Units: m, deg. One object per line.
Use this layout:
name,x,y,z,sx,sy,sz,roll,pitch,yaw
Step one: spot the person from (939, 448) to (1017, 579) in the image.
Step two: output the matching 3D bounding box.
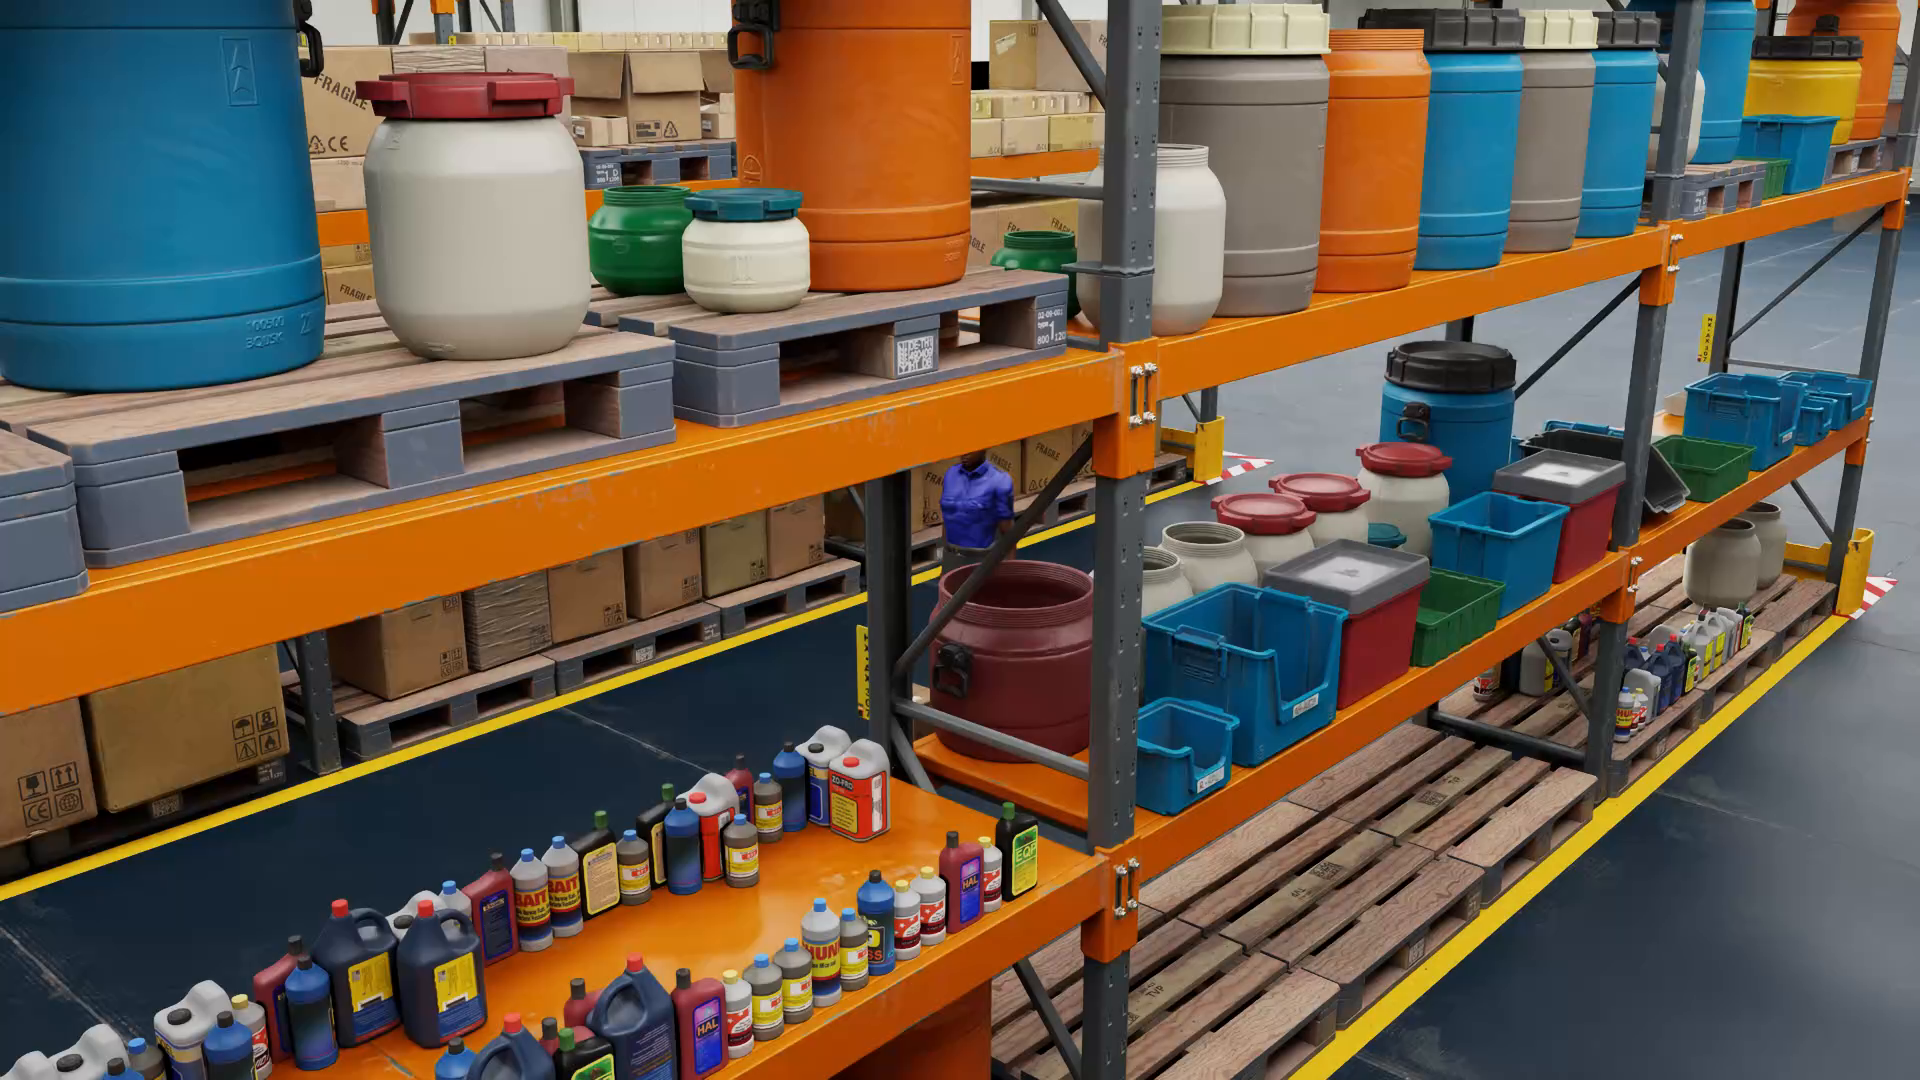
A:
person,0.060,0.182,8.986,0.470,1.676,0.592,10,20,29
